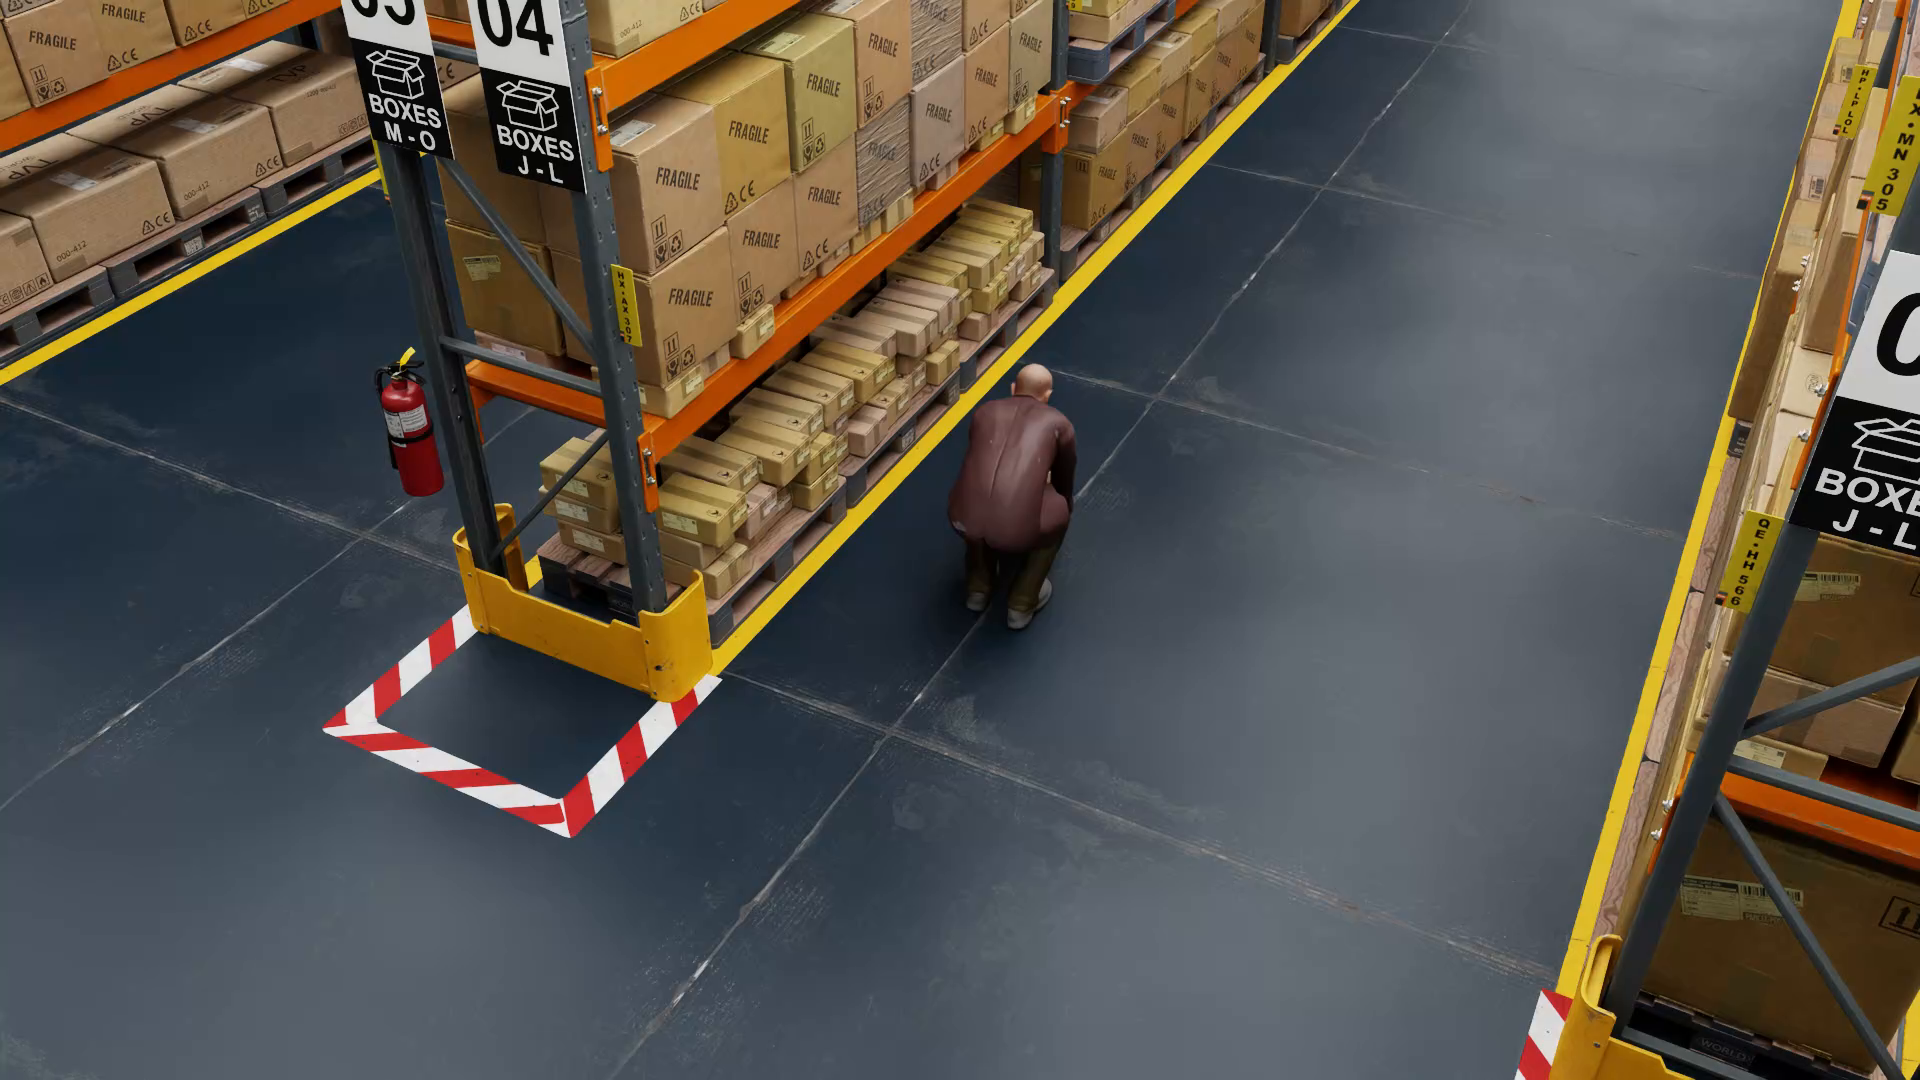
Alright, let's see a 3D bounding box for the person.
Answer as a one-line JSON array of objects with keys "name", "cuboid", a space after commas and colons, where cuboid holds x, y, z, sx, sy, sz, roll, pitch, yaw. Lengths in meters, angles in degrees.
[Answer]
[{"name": "person", "cuboid": [0.260, -0.196, 7.658, 0.581, 1.002, 0.954, 13, 39, 16]}]
